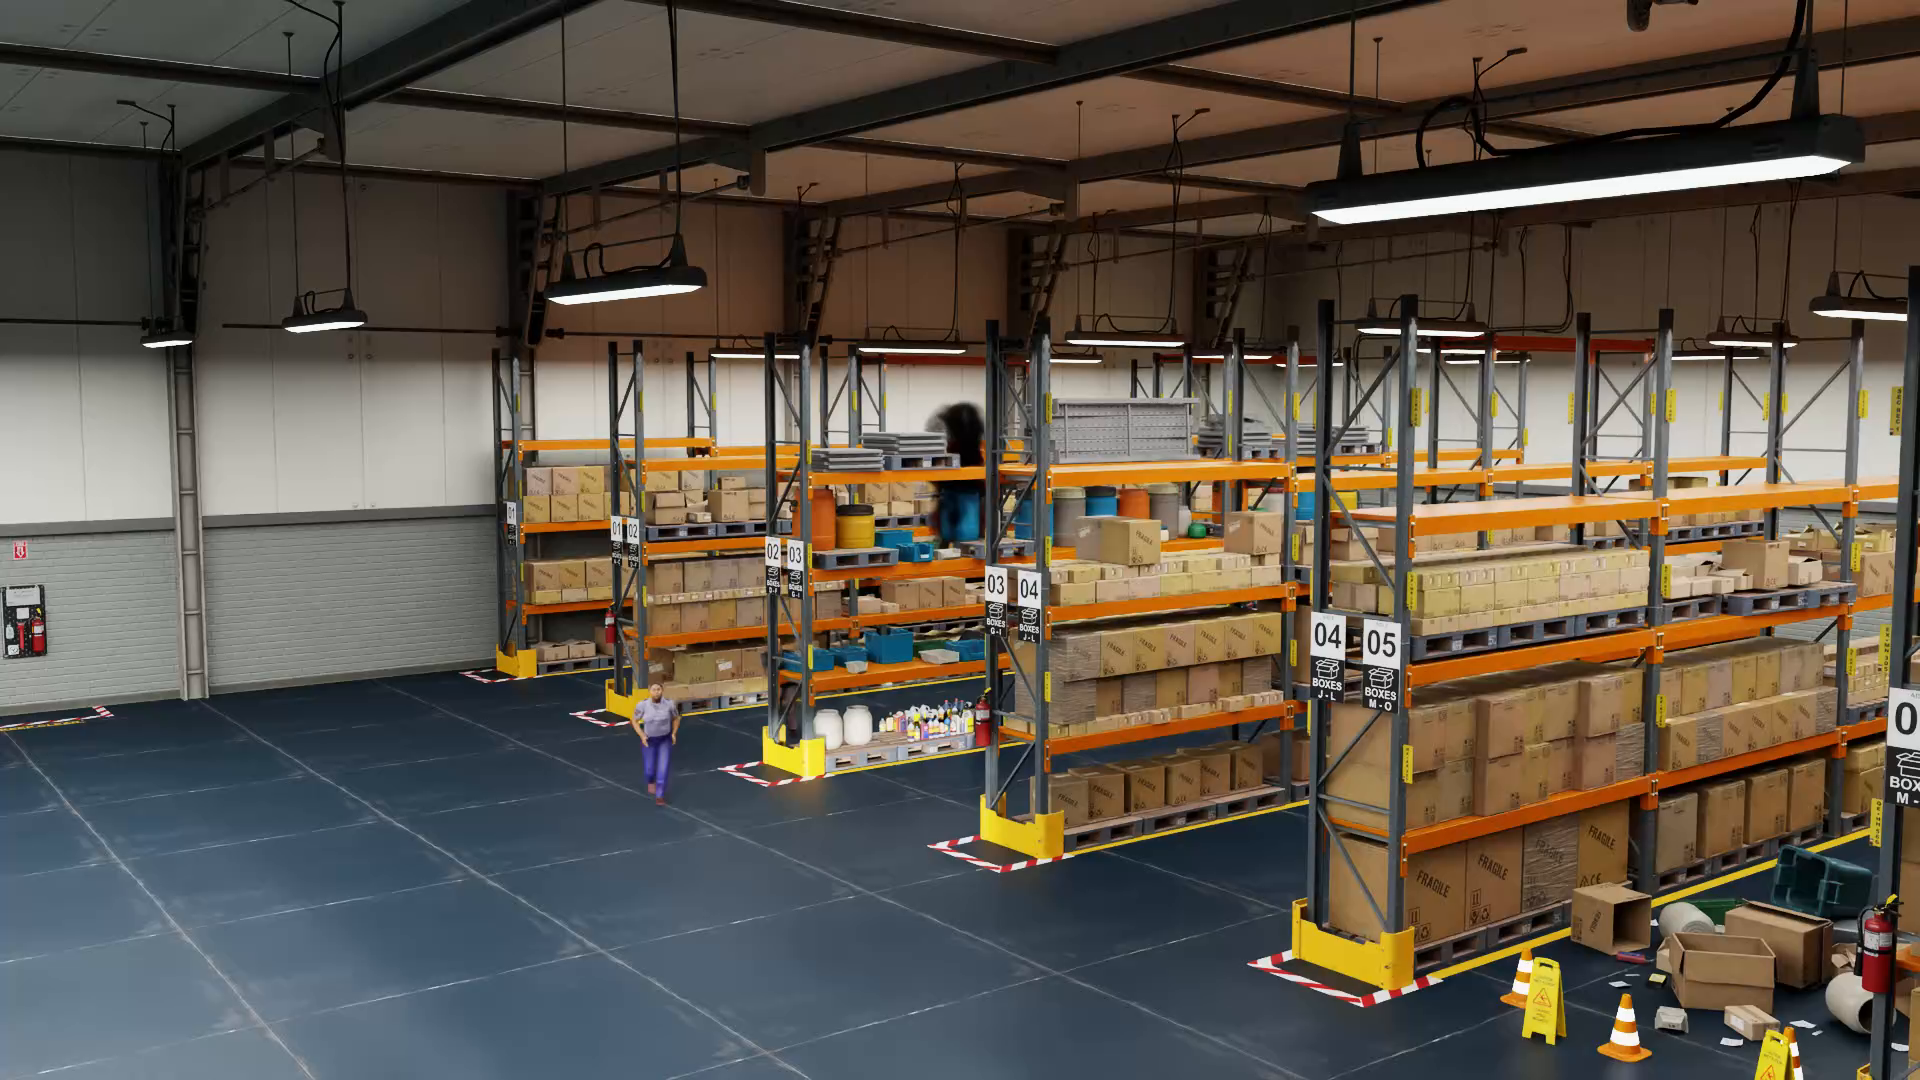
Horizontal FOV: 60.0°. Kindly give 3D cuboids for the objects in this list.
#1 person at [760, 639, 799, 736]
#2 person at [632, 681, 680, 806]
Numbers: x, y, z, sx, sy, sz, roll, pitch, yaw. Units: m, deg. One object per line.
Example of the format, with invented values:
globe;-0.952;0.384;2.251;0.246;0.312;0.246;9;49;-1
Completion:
person;-2.717;2.203;24.953;0.690;1.550;0.832;2;5;21
person;-3.839;2.543;21.024;0.608;1.582;0.596;-1;5;-13
